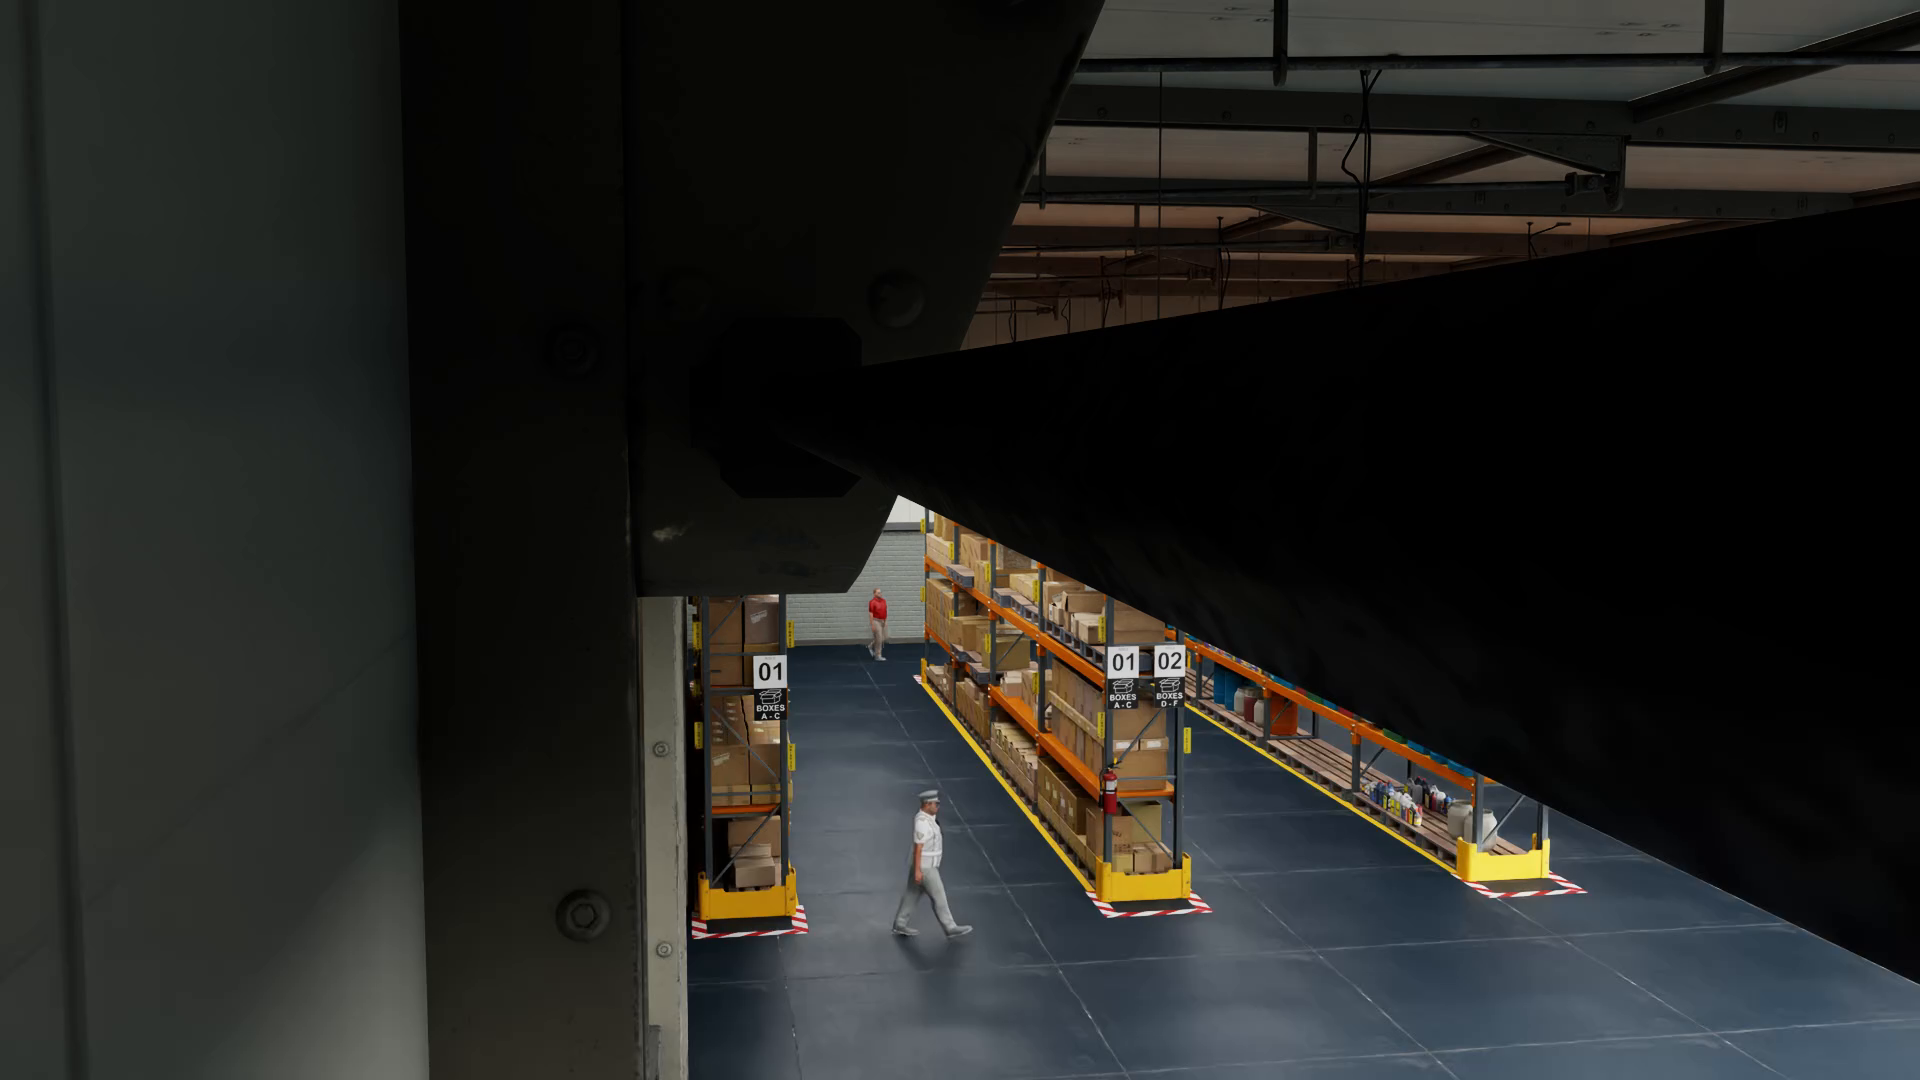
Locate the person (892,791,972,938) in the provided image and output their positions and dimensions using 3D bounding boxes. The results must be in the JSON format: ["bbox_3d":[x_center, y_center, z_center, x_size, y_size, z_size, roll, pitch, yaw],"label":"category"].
[{"bbox_3d":[-0.330,3.770,19.369,0.936,1.726,0.549,0,5,-1],"label":"person"}]

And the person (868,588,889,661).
[{"bbox_3d":[-1.968,1.990,39.453,0.637,1.704,0.545,3,6,34],"label":"person"}]
